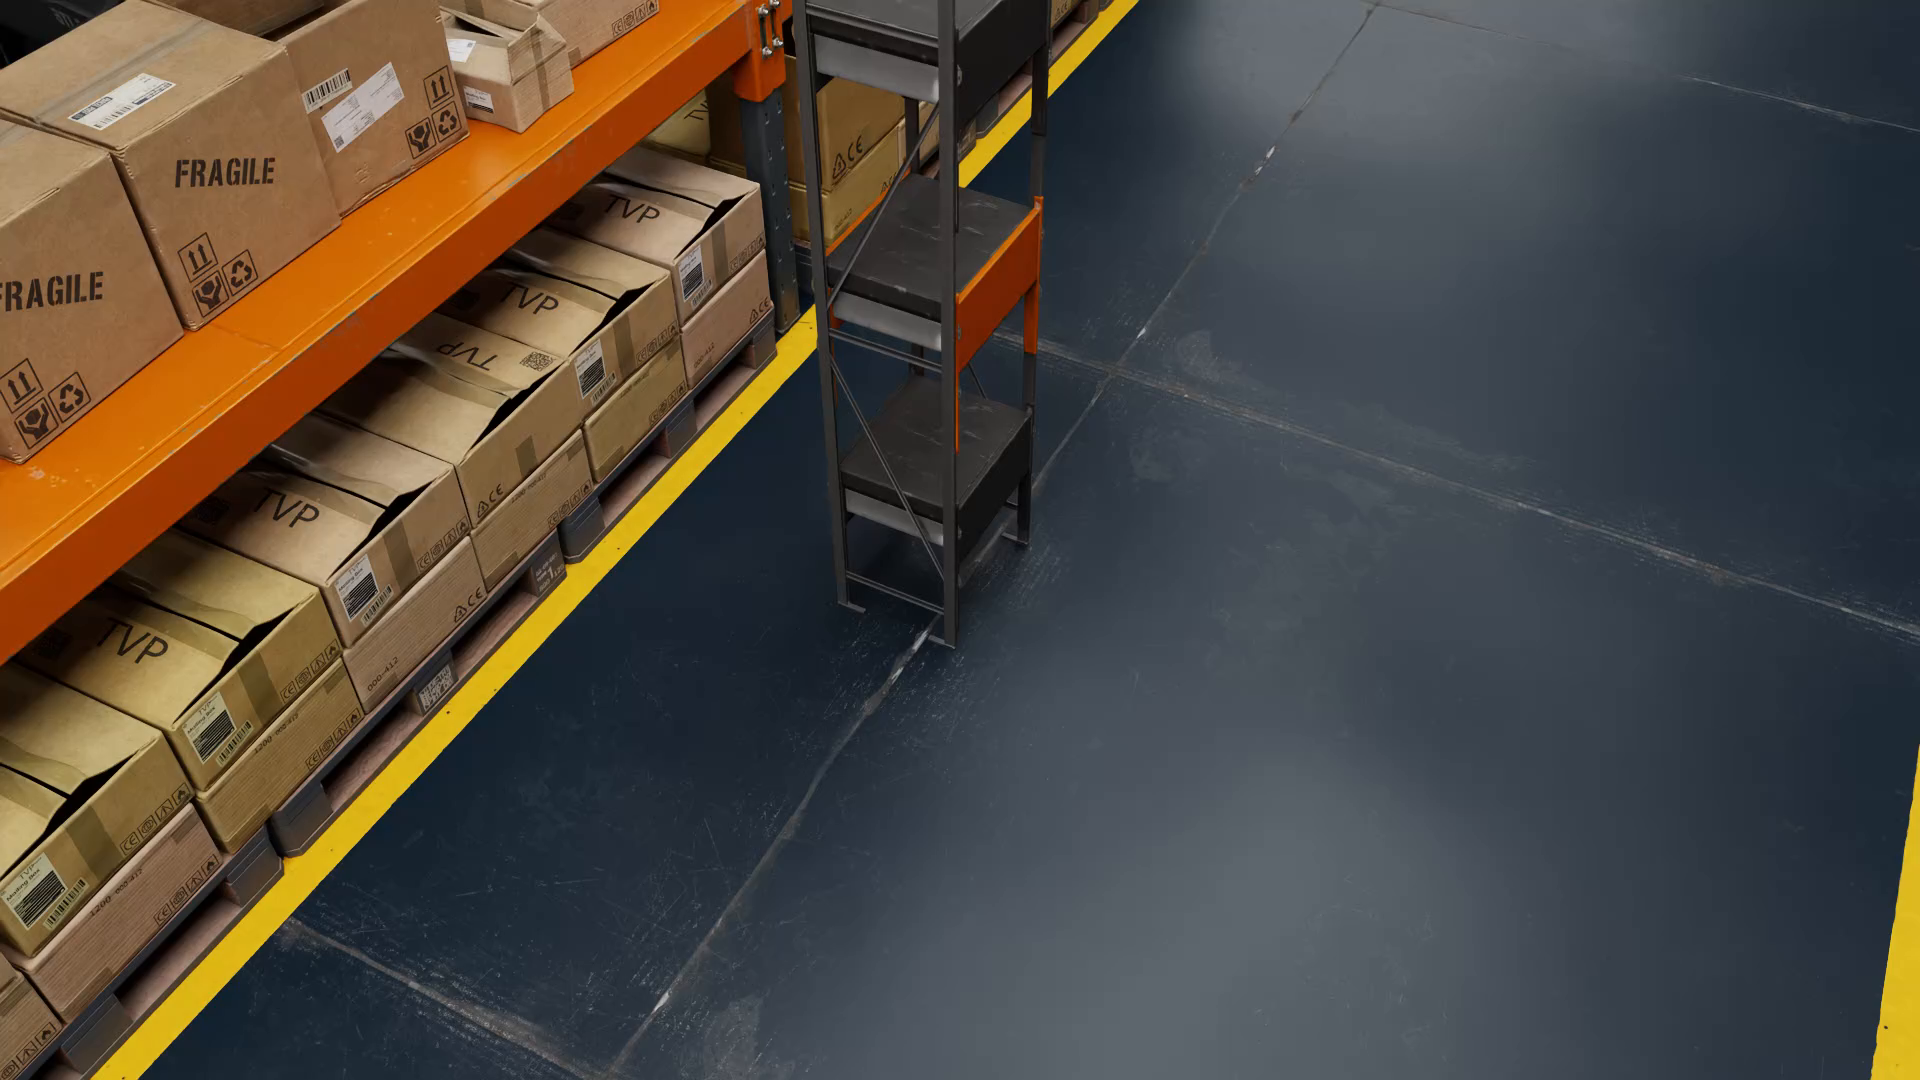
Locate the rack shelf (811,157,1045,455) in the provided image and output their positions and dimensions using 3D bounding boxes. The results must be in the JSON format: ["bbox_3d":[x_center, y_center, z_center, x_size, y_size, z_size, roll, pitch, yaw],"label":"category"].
[{"bbox_3d":[-0.077,-0.624,4.410,0.431,0.518,0.480,20,49,19],"label":"rack shelf"}]

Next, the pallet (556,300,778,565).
[{"bbox_3d":[-1.357,-0.533,5.629,1.003,0.211,1.213,20,49,19],"label":"pallet"}]

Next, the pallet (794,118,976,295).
[{"bbox_3d":[-0.643,-1.497,6.581,1.003,0.211,1.213,20,49,19],"label":"pallet"}]

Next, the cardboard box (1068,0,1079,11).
[{"bbox_3d":[0.368,-2.621,7.370,0.500,0.250,0.500,20,49,19],"label":"cardboard box"}]

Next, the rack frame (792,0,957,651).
[{"bbox_3d":[-0.190,-0.480,4.248,0.400,2.100,0.015,20,49,19],"label":"rack frame"}]

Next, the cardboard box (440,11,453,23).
[{"bbox_3d":[-1.642,-1.411,4.713,0.380,0.149,0.250,20,49,19],"label":"cardboard box"}]

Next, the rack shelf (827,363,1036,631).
[{"bbox_3d":[-0.077,-0.132,4.908,0.431,0.518,0.480,20,49,19],"label":"rack shelf"}]

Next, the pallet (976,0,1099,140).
[{"bbox_3d":[-0.078,-2.269,7.344,1.003,0.211,1.213,20,49,19],"label":"pallet"}]

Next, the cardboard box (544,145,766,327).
[{"bbox_3d":[-0.984,-1.019,5.392,0.500,0.311,0.500,20,49,19],"label":"cardboard box"}]

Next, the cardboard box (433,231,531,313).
[{"bbox_3d":[-1.699,-0.877,5.251,0.500,0.311,0.500,20,49,19],"label":"cardboard box"}]

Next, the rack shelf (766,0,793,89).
[{"bbox_3d":[-0.121,-2.998,6.609,1.077,0.370,4.000,20,49,19],"label":"rack shelf"}]

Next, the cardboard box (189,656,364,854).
[{"bbox_3d":[-1.934,0.469,4.316,0.500,0.250,0.500,19,48,18],"label":"cardboard box"}]

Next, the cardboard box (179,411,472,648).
[{"bbox_3d":[-1.690,-0.060,4.444,0.500,0.311,0.500,20,49,19],"label":"cardboard box"}]

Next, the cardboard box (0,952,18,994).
[{"bbox_3d":[-2.403,0.918,3.477,0.500,0.311,0.500,22,49,20],"label":"cardboard box"}]

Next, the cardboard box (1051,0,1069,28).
[{"bbox_3d":[0.134,-2.307,7.059,0.500,0.250,0.500,20,49,19],"label":"cardboard box"}]

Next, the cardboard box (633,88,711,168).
[{"bbox_3d":[-1.028,-1.536,6.297,0.500,0.250,0.500,20,49,19],"label":"cardboard box"}]

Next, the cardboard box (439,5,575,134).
[{"bbox_3d":[-1.295,-1.329,4.549,0.396,0.266,0.258,19,48,18],"label":"cardboard box"}]

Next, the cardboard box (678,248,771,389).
[{"bbox_3d":[-0.985,-0.815,5.584,0.500,0.250,0.500,20,49,19],"label":"cardboard box"}]

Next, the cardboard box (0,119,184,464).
[{"bbox_3d":[-2.142,-0.568,3.632,0.500,0.500,0.500,18,48,17],"label":"cardboard box"}]

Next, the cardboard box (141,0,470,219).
[{"bbox_3d":[-1.665,-1.215,4.272,0.500,0.500,0.500,24,50,22],"label":"cardboard box"}]

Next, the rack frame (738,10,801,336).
[{"bbox_3d":[-1.049,-1.990,5.108,1.000,3.000,0.127,20,49,19],"label":"rack frame"}]

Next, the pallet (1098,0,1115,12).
[{"bbox_3d":[0.489,-3.035,8.101,1.003,0.211,1.213,20,49,19],"label":"pallet"}]

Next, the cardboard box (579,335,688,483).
[{"bbox_3d":[-1.222,-0.497,5.270,0.500,0.250,0.500,20,49,18],"label":"cardboard box"}]

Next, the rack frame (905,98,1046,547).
[{"bbox_3d":[0.036,-0.788,4.552,0.400,2.100,0.015,20,49,19],"label":"rack frame"}]

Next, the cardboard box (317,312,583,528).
[{"bbox_3d":[-1.453,-0.375,4.756,0.500,0.311,0.500,20,49,19],"label":"cardboard box"}]

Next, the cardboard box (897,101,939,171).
[{"bbox_3d":[-0.329,-1.677,6.436,0.500,0.250,0.500,20,49,19],"label":"cardboard box"}]

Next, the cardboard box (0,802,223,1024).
[{"bbox_3d":[-2.170,0.798,3.990,0.500,0.250,0.500,19,48,18],"label":"cardboard box"}]

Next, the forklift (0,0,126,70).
[{"bbox_3d":[-3.323,-2.179,5.343,1.130,2.935,3.031,27,51,24],"label":"forklift"}]

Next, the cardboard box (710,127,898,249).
[{"bbox_3d":[-0.566,-1.364,6.127,0.500,0.250,0.500,20,49,19],"label":"cardboard box"}]

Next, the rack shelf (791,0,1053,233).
[{"bbox_3d":[-0.077,-1.116,3.912,0.431,0.518,0.480,20,49,19],"label":"rack shelf"}]

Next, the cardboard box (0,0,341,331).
[{"bbox_3d":[-1.897,-0.900,3.960,0.500,0.500,0.500,21,49,19],"label":"cardboard box"}]

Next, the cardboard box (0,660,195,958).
[{"bbox_3d":[-2.167,0.585,3.807,0.500,0.311,0.500,19,48,18],"label":"cardboard box"}]

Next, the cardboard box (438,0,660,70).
[{"bbox_3d":[-1.239,-1.613,4.841,0.500,0.250,0.500,23,50,21],"label":"cardboard box"}]

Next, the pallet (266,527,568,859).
[{"bbox_3d":[-1.922,0.238,4.866,1.003,0.211,1.213,20,49,19],"label":"pallet"}]

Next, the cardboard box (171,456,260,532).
[{"bbox_3d":[-2.174,-0.222,4.604,0.500,0.311,0.500,22,49,20],"label":"cardboard box"}]

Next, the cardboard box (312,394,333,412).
[{"bbox_3d":[-1.938,-0.550,4.929,0.500,0.311,0.500,19,48,18],"label":"cardboard box"}]

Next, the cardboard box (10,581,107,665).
[{"bbox_3d":[-2.409,0.093,4.292,0.500,0.311,0.500,20,49,19],"label":"cardboard box"}]

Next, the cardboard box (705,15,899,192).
[{"bbox_3d":[-0.557,-1.624,5.857,0.500,0.500,0.500,20,49,19],"label":"cardboard box"}]

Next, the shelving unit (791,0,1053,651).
[{"bbox_3d":[-0.077,-0.634,4.400,0.431,2.100,0.503,20,49,19],"label":"shelving unit"}]

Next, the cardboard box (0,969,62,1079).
[{"bbox_3d":[-2.403,1.115,3.677,0.500,0.250,0.500,20,49,19],"label":"cardboard box"}]

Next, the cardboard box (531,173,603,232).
[{"bbox_3d":[-1.462,-1.191,5.561,0.500,0.311,0.500,21,49,19],"label":"cardboard box"}]

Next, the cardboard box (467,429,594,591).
[{"bbox_3d":[-1.459,-0.174,4.951,0.500,0.250,0.500,21,49,20],"label":"cardboard box"}]

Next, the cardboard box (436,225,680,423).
[{"bbox_3d":[-1.219,-0.689,5.066,0.500,0.311,0.500,22,49,20],"label":"cardboard box"}]

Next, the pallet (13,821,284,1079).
[{"bbox_3d":[-2.490,1.004,4.109,1.003,0.211,1.213,20,49,19],"label":"pallet"}]

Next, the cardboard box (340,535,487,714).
[{"bbox_3d":[-1.696,0.146,4.635,0.500,0.250,0.500,21,49,20],"label":"cardboard box"}]

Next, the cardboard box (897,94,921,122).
[{"bbox_3d":[-0.332,-1.941,6.171,0.500,0.500,0.500,20,49,19],"label":"cardboard box"}]

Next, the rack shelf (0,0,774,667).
[{"bbox_3d":[-1.978,-0.478,4.119,1.077,0.370,4.000,20,49,19],"label":"rack shelf"}]

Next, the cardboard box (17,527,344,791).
[{"bbox_3d":[-1.928,0.264,4.124,0.500,0.311,0.500,19,48,18],"label":"cardboard box"}]
